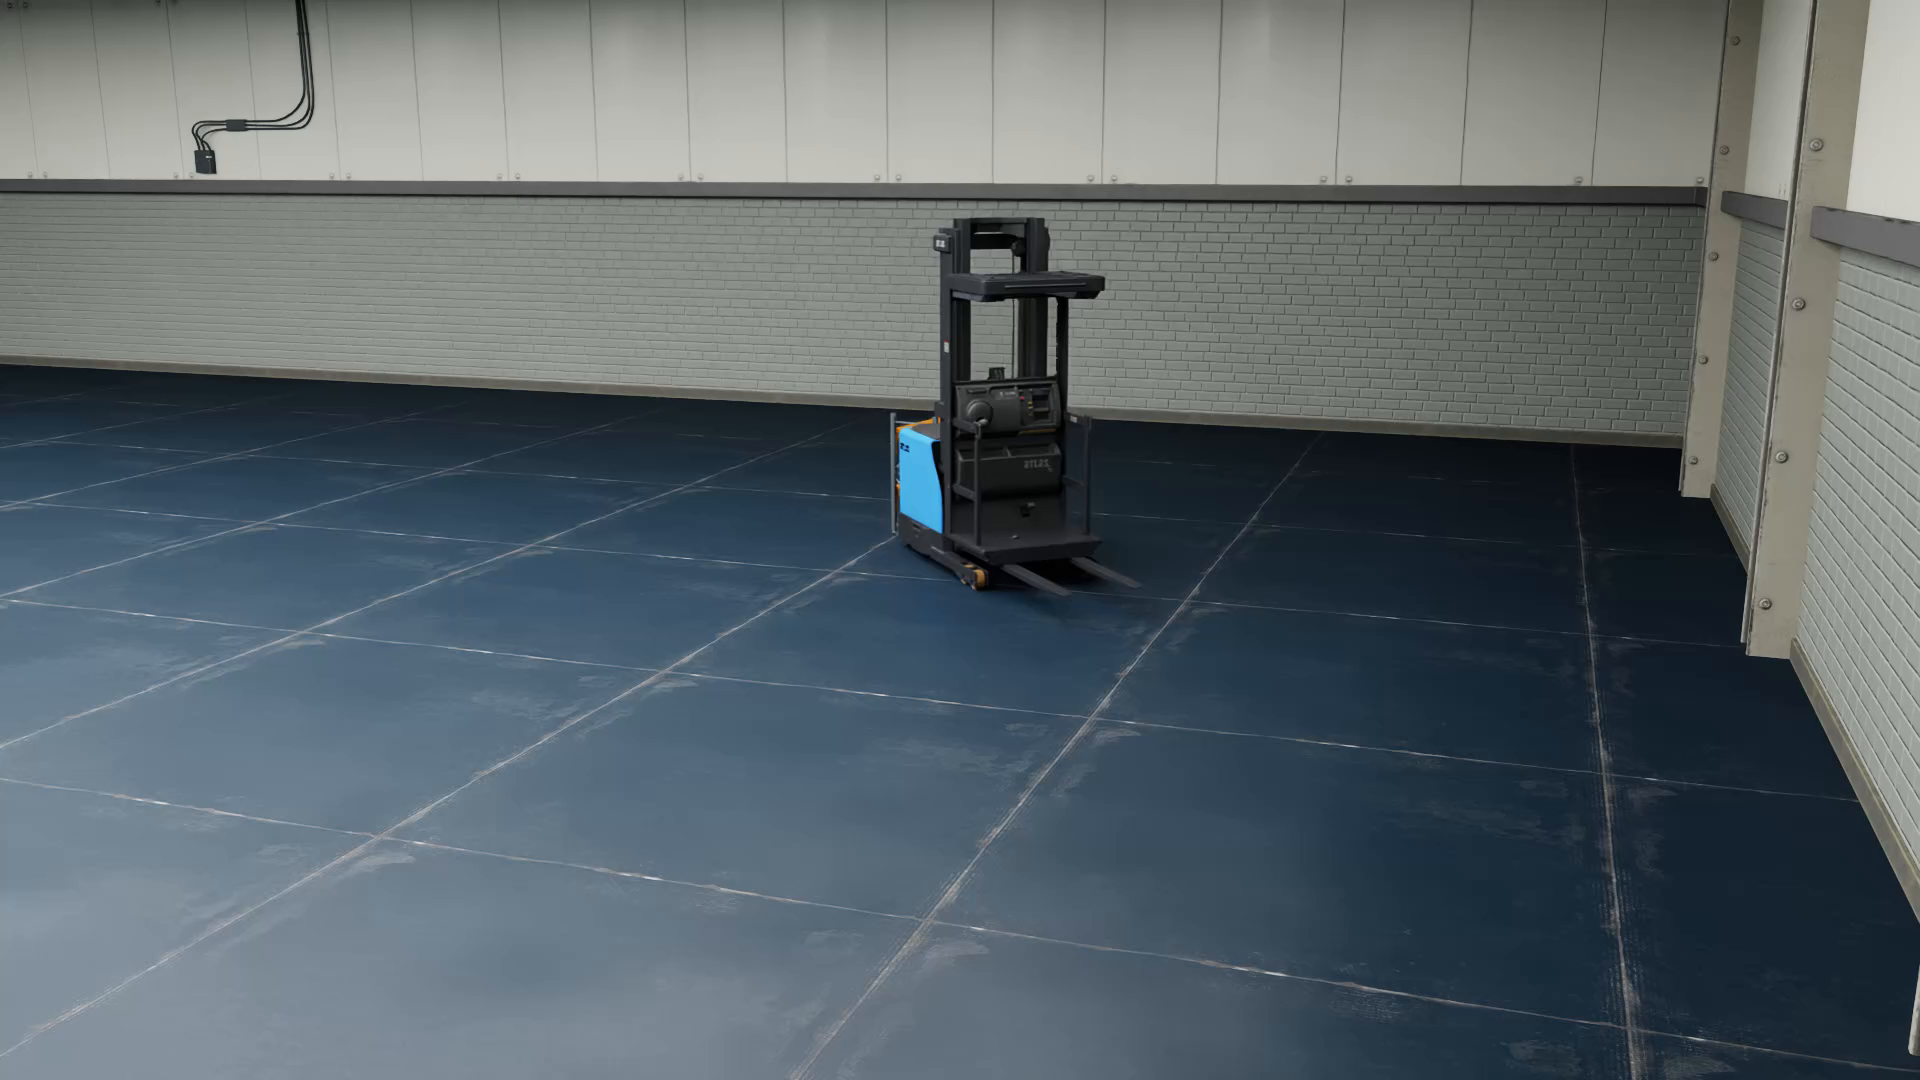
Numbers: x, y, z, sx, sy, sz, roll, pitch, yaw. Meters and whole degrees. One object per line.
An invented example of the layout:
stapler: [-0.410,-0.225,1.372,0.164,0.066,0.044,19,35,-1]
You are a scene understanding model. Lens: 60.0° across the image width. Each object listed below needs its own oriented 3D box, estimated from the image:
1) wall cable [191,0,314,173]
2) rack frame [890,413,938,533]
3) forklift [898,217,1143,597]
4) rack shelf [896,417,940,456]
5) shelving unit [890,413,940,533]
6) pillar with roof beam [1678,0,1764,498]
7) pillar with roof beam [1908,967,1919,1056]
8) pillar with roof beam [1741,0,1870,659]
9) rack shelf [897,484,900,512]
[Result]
wall cable: [-10.939,-8.634,25.212,2.305,6.003,0.169,4,14,18]
rack frame: [-0.419,-0.596,15.331,0.500,1.125,0.032,8,15,30]
forklift: [0.489,-1.134,13.630,1.130,2.935,3.031,-5,14,-23]
rack shelf: [-0.159,-0.978,15.692,0.538,0.278,1.000,8,15,30]
shelving unit: [-0.159,-0.693,15.757,0.538,1.125,1.048,8,15,30]
pillar with roof beam: [3.612,-5.180,17.721,9.100,9.000,0.400,4,14,18]
pillar with roof beam: [-0.271,-2.653,6.651,9.100,9.000,0.400,4,14,18]
pillar with roof beam: [1.670,-3.916,12.186,9.100,9.000,0.400,4,14,18]
rack shelf: [-0.159,-0.454,15.811,0.538,0.278,1.000,8,15,30]
